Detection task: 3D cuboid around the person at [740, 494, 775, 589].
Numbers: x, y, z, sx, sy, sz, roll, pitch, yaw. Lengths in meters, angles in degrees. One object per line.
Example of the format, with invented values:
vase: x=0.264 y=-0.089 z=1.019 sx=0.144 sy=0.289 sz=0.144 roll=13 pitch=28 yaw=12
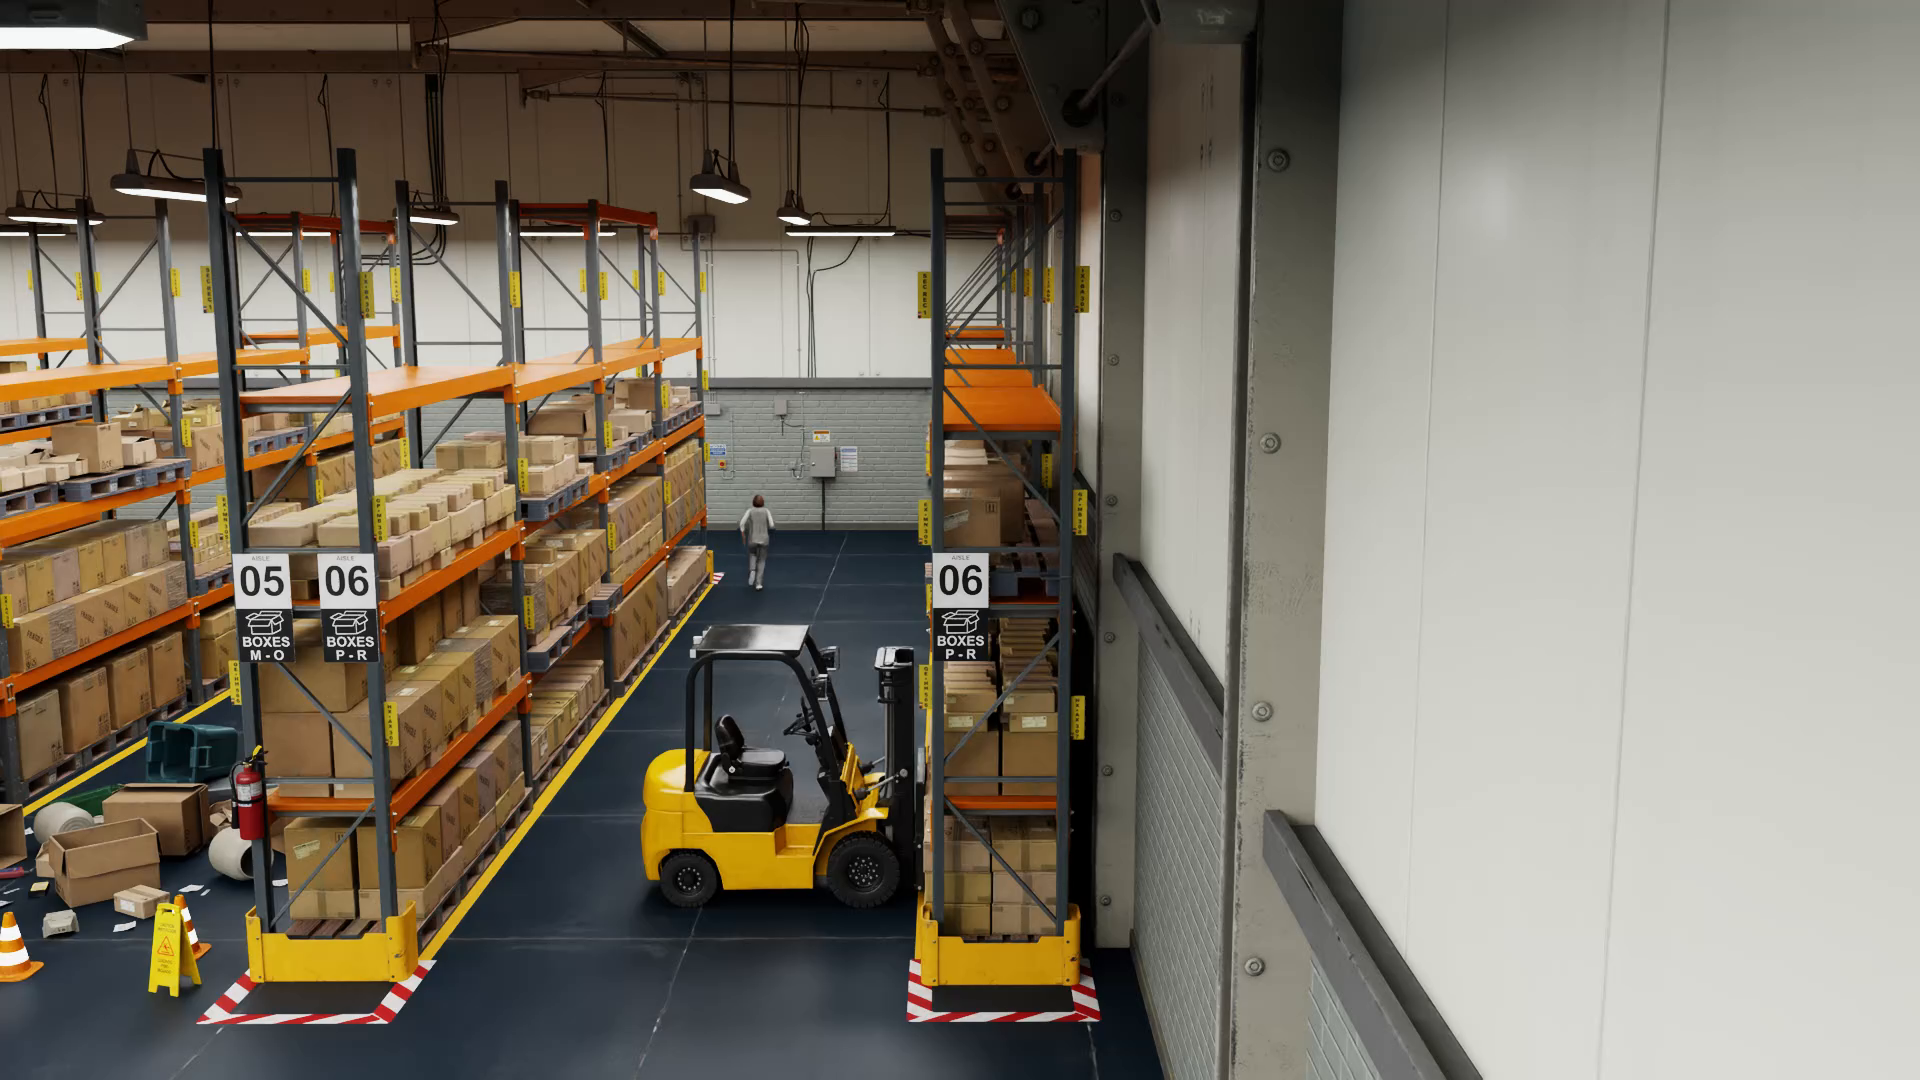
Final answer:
person: x=-3.329 y=0.016 z=27.386 sx=0.553 sy=1.540 sz=0.676 roll=0 pitch=9 yaw=-1
